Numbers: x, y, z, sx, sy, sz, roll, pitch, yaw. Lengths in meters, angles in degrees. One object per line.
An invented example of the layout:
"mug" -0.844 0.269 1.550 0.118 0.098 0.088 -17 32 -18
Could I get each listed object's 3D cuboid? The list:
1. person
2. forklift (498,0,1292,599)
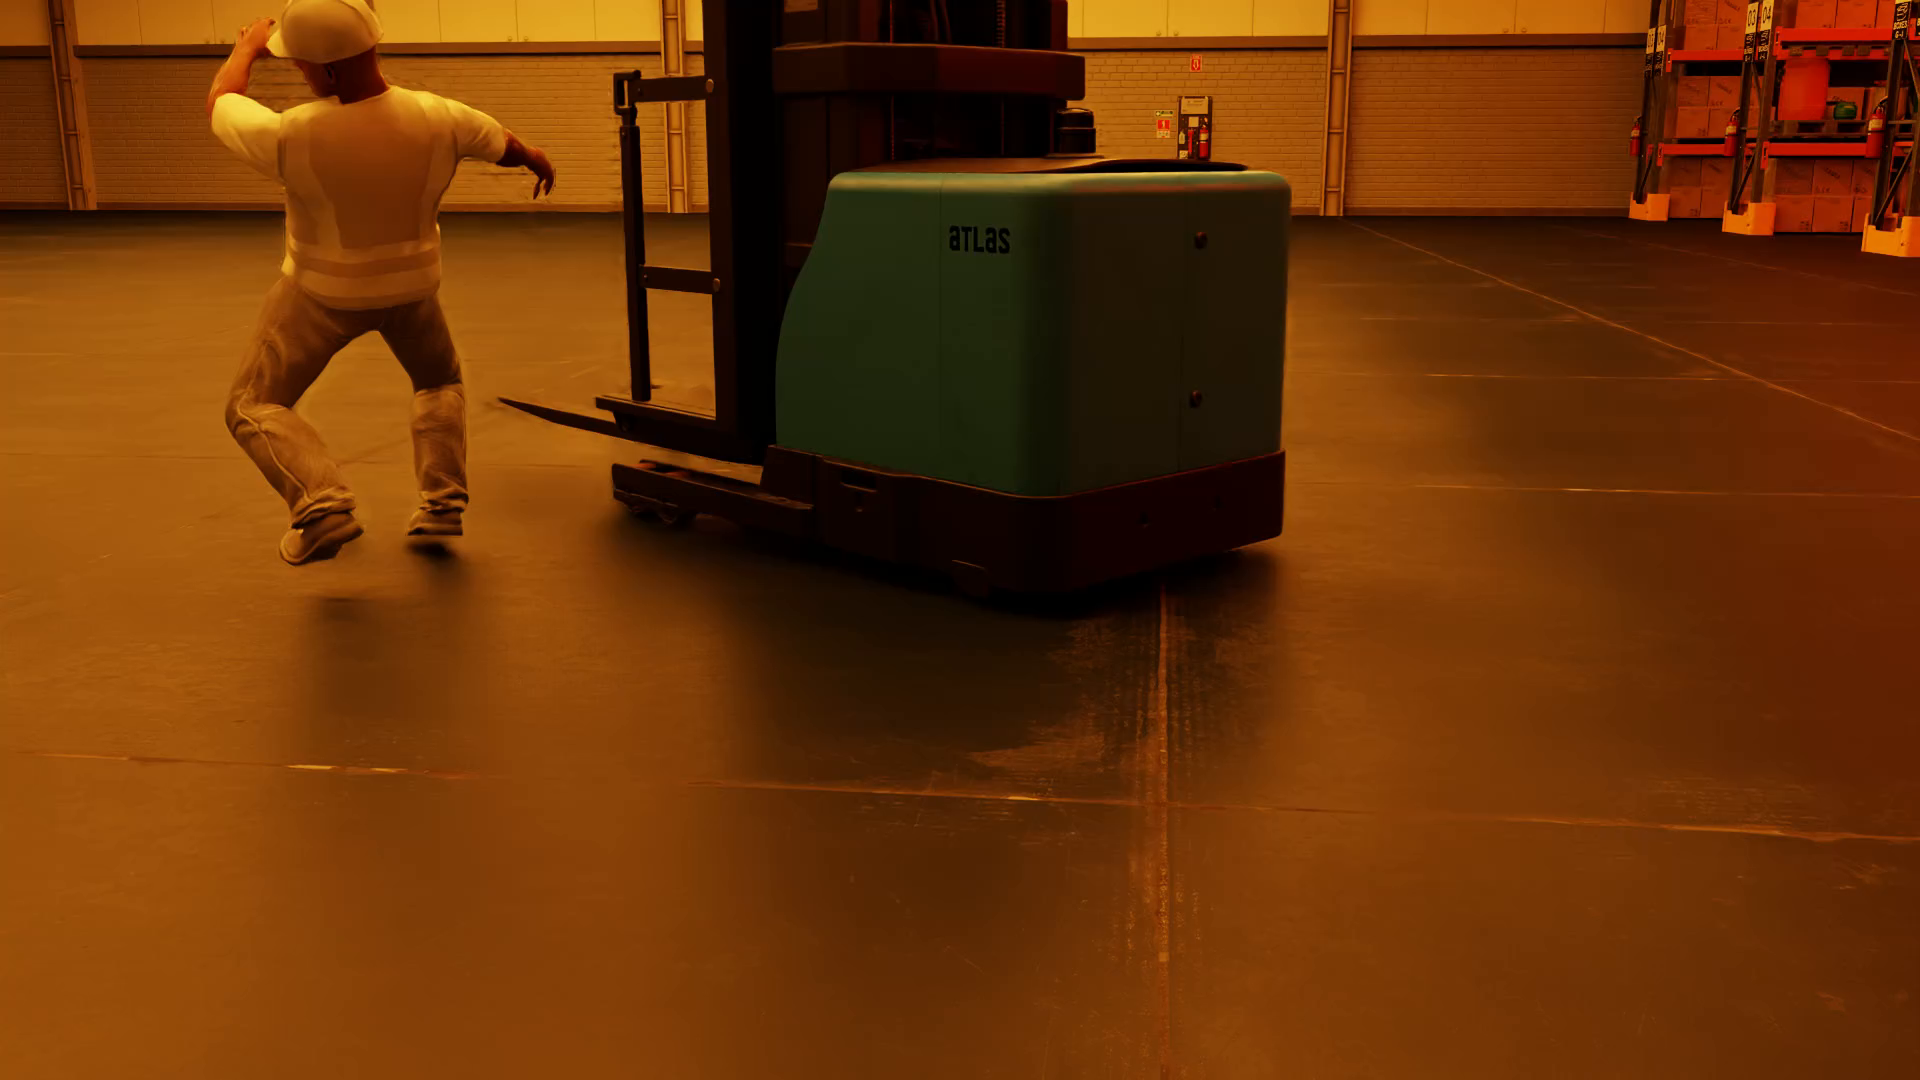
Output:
"person" -1.550 -0.731 4.705 0.759 1.502 1.088 11 17 39
"forklift" -0.461 -1.549 5.132 1.130 2.935 3.031 -12 18 -42
